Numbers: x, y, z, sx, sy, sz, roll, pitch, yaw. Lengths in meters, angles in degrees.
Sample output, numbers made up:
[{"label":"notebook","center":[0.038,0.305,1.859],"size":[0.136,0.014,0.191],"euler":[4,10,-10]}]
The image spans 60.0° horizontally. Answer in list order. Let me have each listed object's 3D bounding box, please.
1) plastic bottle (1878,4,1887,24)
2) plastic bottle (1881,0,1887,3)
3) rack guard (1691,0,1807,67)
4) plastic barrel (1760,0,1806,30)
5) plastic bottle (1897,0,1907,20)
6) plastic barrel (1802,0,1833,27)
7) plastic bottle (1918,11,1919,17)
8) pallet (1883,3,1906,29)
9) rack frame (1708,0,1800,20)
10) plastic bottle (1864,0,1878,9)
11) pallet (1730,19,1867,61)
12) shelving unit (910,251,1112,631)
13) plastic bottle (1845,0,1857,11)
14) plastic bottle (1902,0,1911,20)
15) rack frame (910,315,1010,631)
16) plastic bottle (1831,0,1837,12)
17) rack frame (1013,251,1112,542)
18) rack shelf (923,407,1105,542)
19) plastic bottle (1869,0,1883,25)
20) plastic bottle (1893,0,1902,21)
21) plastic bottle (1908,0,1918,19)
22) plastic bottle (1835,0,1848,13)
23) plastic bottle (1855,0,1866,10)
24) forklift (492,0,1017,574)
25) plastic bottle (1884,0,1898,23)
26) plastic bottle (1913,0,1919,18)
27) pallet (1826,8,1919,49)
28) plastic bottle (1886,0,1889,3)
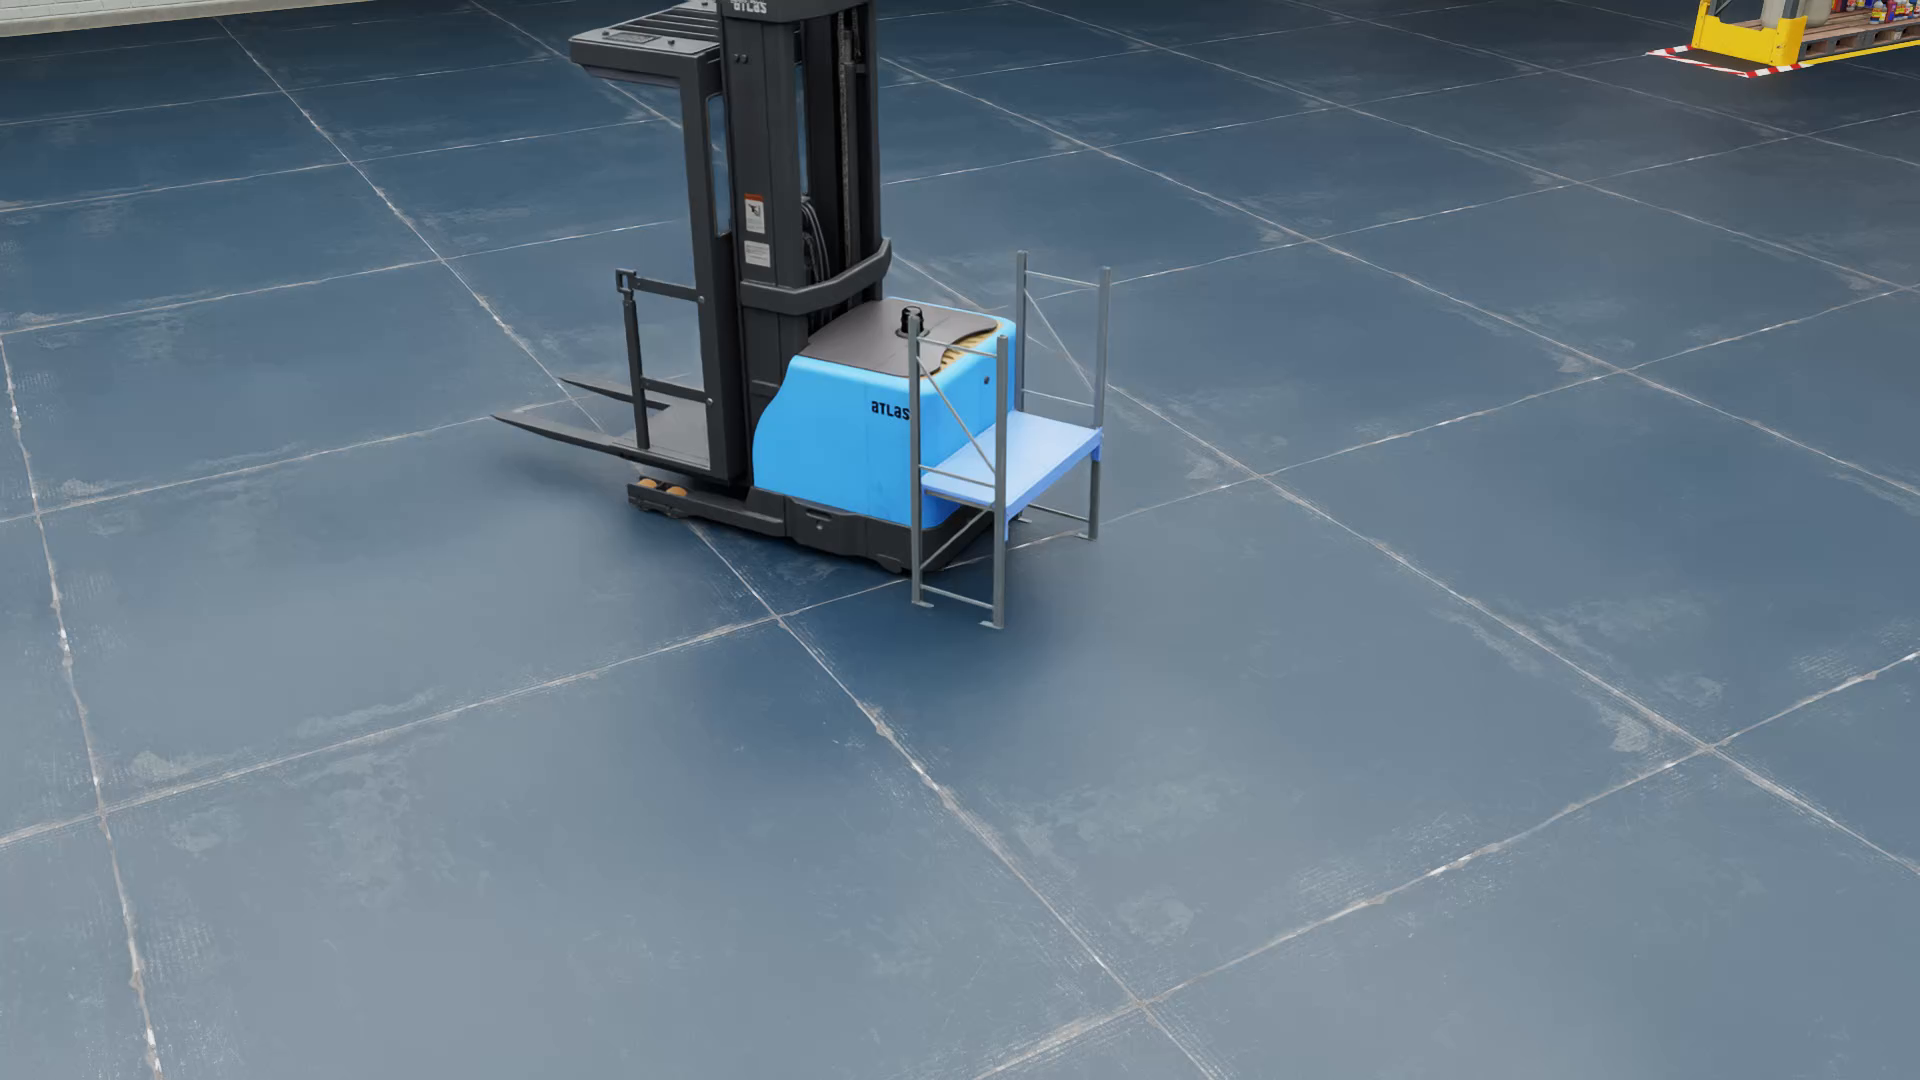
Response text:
[{"label":"plastic bottle","center":[10.509,-6.001,18.961],"size":[0.097,0.201,0.097],"euler":[0,29,0]},{"label":"plastic bottle","center":[11.078,-6.636,19.956],"size":[0.185,0.351,0.144],"euler":[-17,33,-28]},{"label":"rack guard","center":[8.740,-5.638,18.449],"size":[0.348,0.500,1.175],"euler":[-16,33,-26]},{"label":"plastic barrel","center":[9.227,-5.982,18.625],"size":[0.421,0.512,0.421],"euler":[0,29,0]},{"label":"plastic bottle","center":[10.801,-6.115,19.095],"size":[0.097,0.271,0.097],"euler":[0,29,0]},{"label":"plastic barrel","center":[9.659,-6.105,18.848],"size":[0.421,0.512,0.421],"euler":[0,29,0]},{"label":"plastic bottle","center":[11.152,-6.232,19.302],"size":[0.135,0.276,0.152],"euler":[-15,32,-25]},{"label":"pallet","center":[11.547,-6.306,19.958],"size":[1.213,0.211,1.003],"euler":[-16,33,-26]},{"label":"rack frame","center":[8.698,-6.695,17.776],"size":[0.127,3.000,1.000],"euler":[-16,33,-26]},{"label":"plastic bottle","center":[10.808,-6.443,19.684],"size":[0.135,0.276,0.152],"euler":[-16,33,-26]},{"label":"pallet","center":[9.443,-5.709,18.876],"size":[1.213,0.211,1.003],"euler":[-16,33,-26]},{"label":"shelving unit","center":[0.253,-0.499,8.102],"size":[0.538,1.500,1.048],"euler":[16,33,26]},{"label":"plastic bottle","center":[10.490,-6.331,19.558],"size":[0.097,0.201,0.097],"euler":[0,29,0]},{"label":"plastic bottle","center":[10.887,-6.109,19.155],"size":[0.097,0.201,0.097],"euler":[0,29,0]},{"label":"rack frame","center":[-0.004,-0.288,7.718],"size":[0.500,1.500,0.032],"euler":[16,33,26]},{"label":"plastic bottle","center":[10.291,-6.377,19.565],"size":[0.135,0.276,0.152],"euler":[-16,33,-26]},{"label":"rack frame","center":[0.511,-0.711,8.486],"size":[0.500,1.500,0.032],"euler":[16,33,26]},{"label":"rack shelf","center":[0.253,-0.342,8.189],"size":[0.538,0.185,1.000],"euler":[16,33,26]},{"label":"plastic bottle","center":[10.419,-6.007,18.898],"size":[0.097,0.271,0.097],"euler":[0,29,0]},{"label":"plastic bottle","center":[10.715,-6.091,19.050],"size":[0.097,0.271,0.097],"euler":[0,29,0]},{"label":"plastic bottle","center":[10.976,-6.165,19.184],"size":[0.097,0.271,0.097],"euler":[0,29,0]},{"label":"plastic bottle","center":[10.345,-6.336,19.483],"size":[0.133,0.283,0.061],"euler":[-16,33,-26]},{"label":"plastic bottle","center":[10.650,-6.381,19.649],"size":[0.097,0.201,0.097],"euler":[0,29,0]},{"label":"forklift","center":[-1.215,-1.608,8.630],"size":[3.031,2.935,1.130],"euler":[15,32,24]},{"label":"plastic bottle","center":[10.624,-6.060,18.982],"size":[0.133,0.283,0.061],"euler":[-15,32,-26]},{"label":"plastic bottle","center":[11.064,-6.159,19.247],"size":[0.097,0.201,0.097],"euler":[0,29,0]},{"label":"pallet","center":[10.494,-6.005,19.413],"size":[1.213,0.211,1.003],"euler":[-16,33,-26]},{"label":"plastic bottle","center":[11.177,-6.561,19.903],"size":[0.097,0.271,0.097],"euler":[0,29,0]}]
